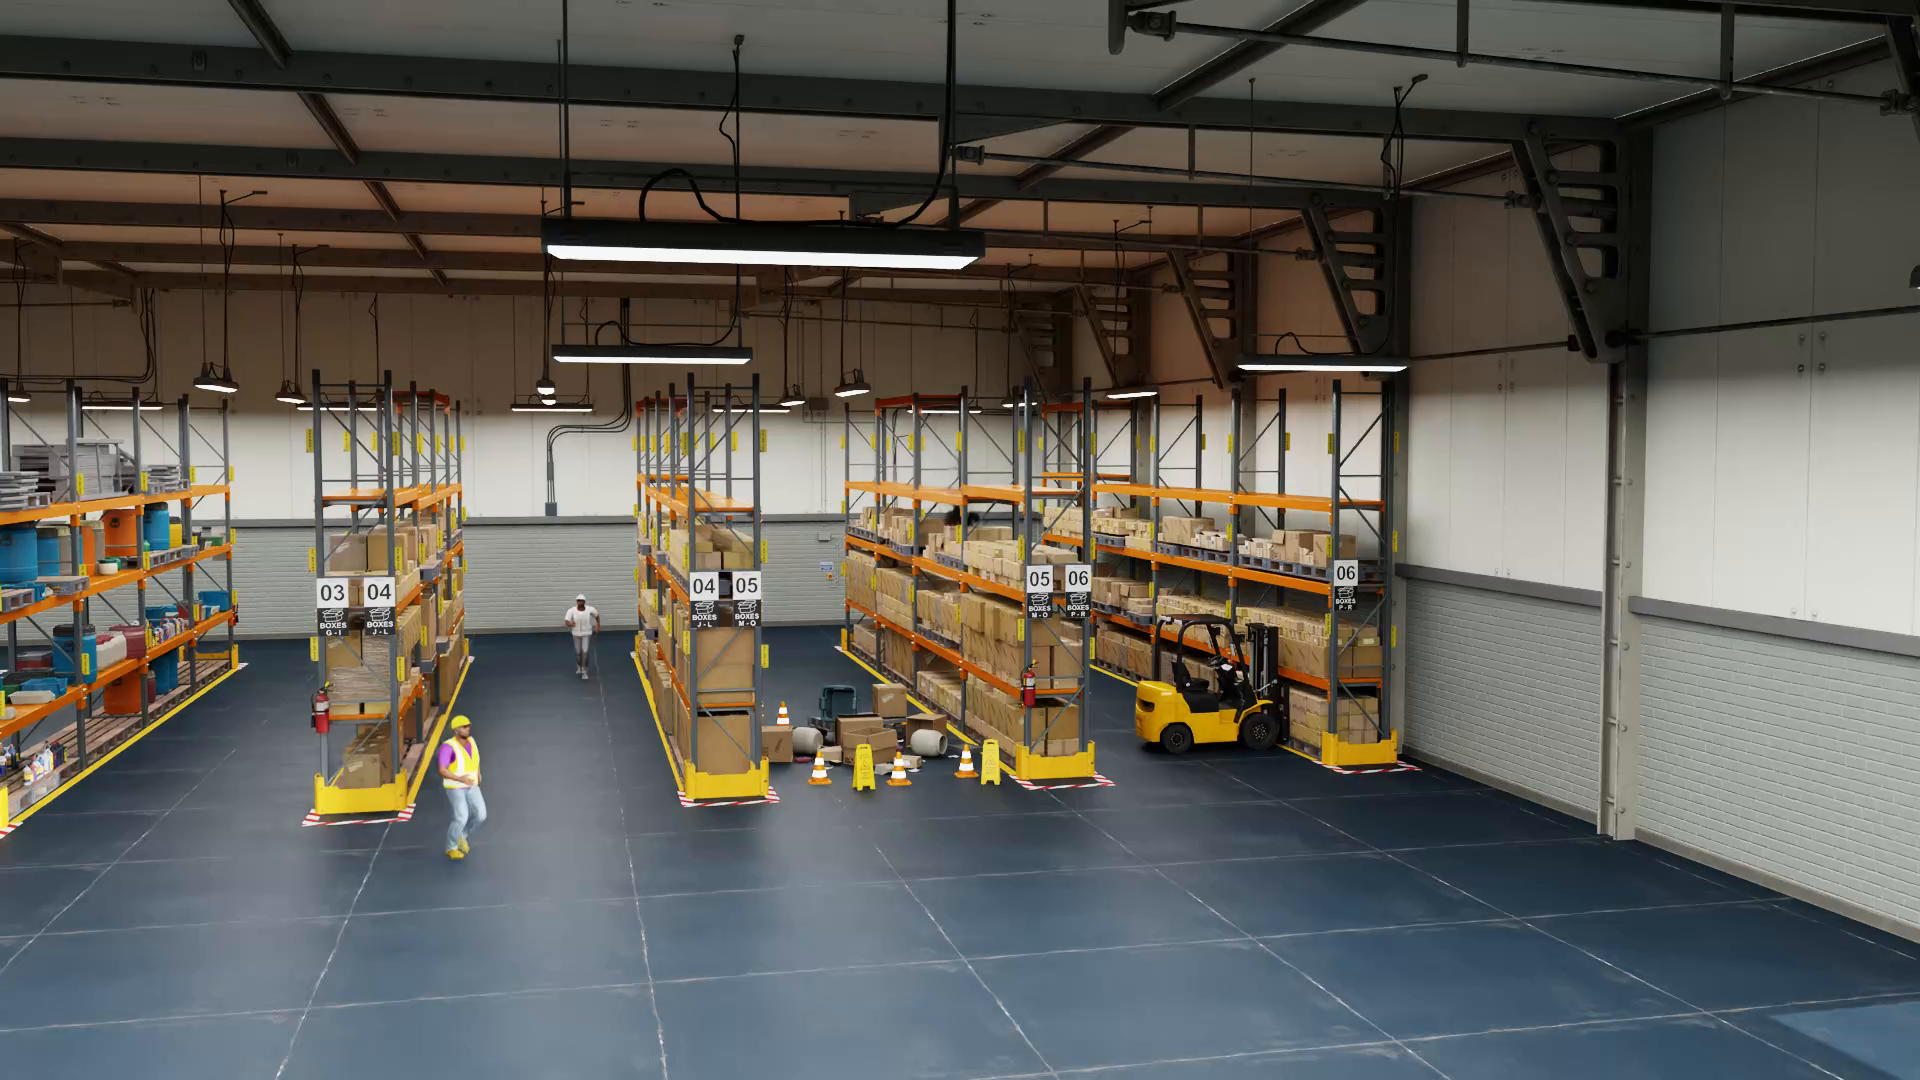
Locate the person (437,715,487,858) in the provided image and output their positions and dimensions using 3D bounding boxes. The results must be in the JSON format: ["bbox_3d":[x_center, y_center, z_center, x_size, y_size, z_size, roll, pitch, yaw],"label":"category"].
[{"bbox_3d":[-5.963,2.972,20.071,0.592,1.726,0.732,2,4,29],"label":"person"}]

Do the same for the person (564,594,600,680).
[{"bbox_3d":[-8.106,2.064,35.655,0.717,1.824,0.788,0,3,-7],"label":"person"}]
